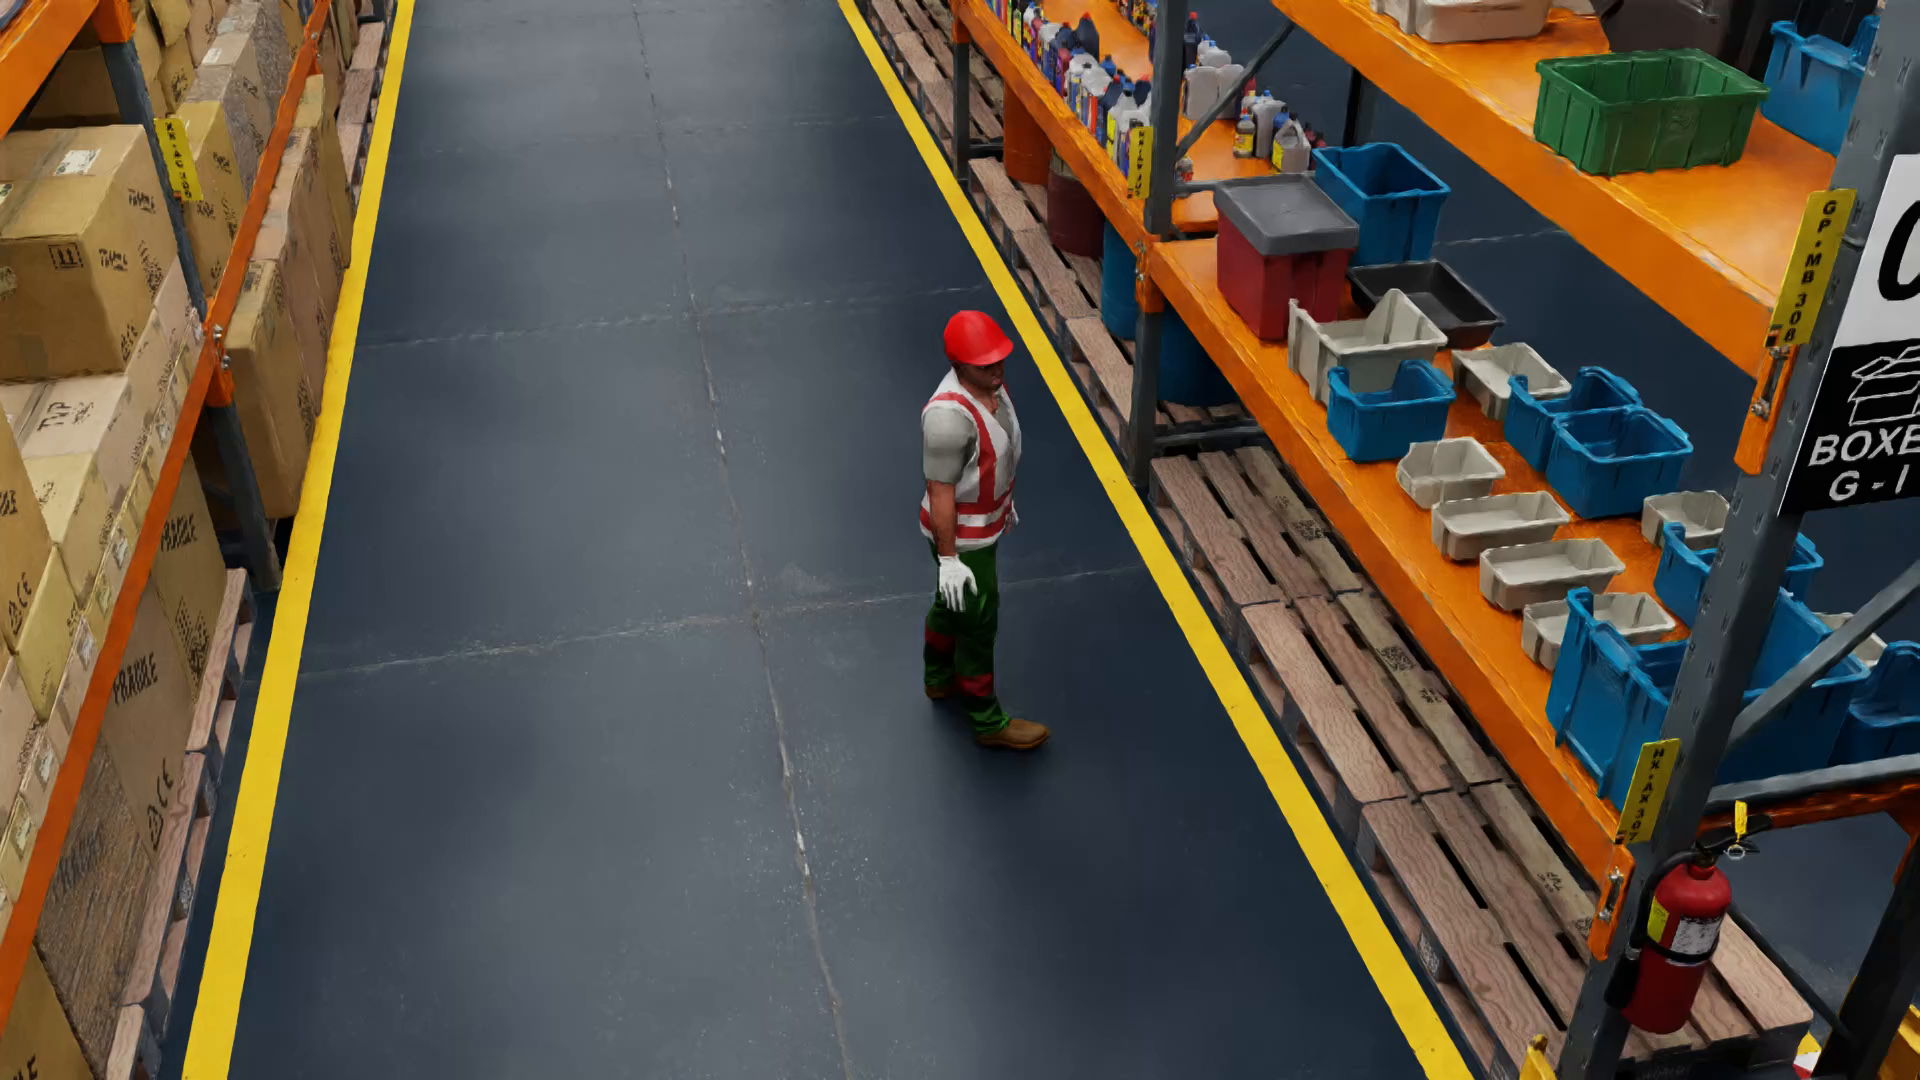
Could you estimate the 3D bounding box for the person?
[{"bbox_3d":[0.094,-0.022,6.108,0.569,1.786,0.663,9,35,13],"label":"person"}]
